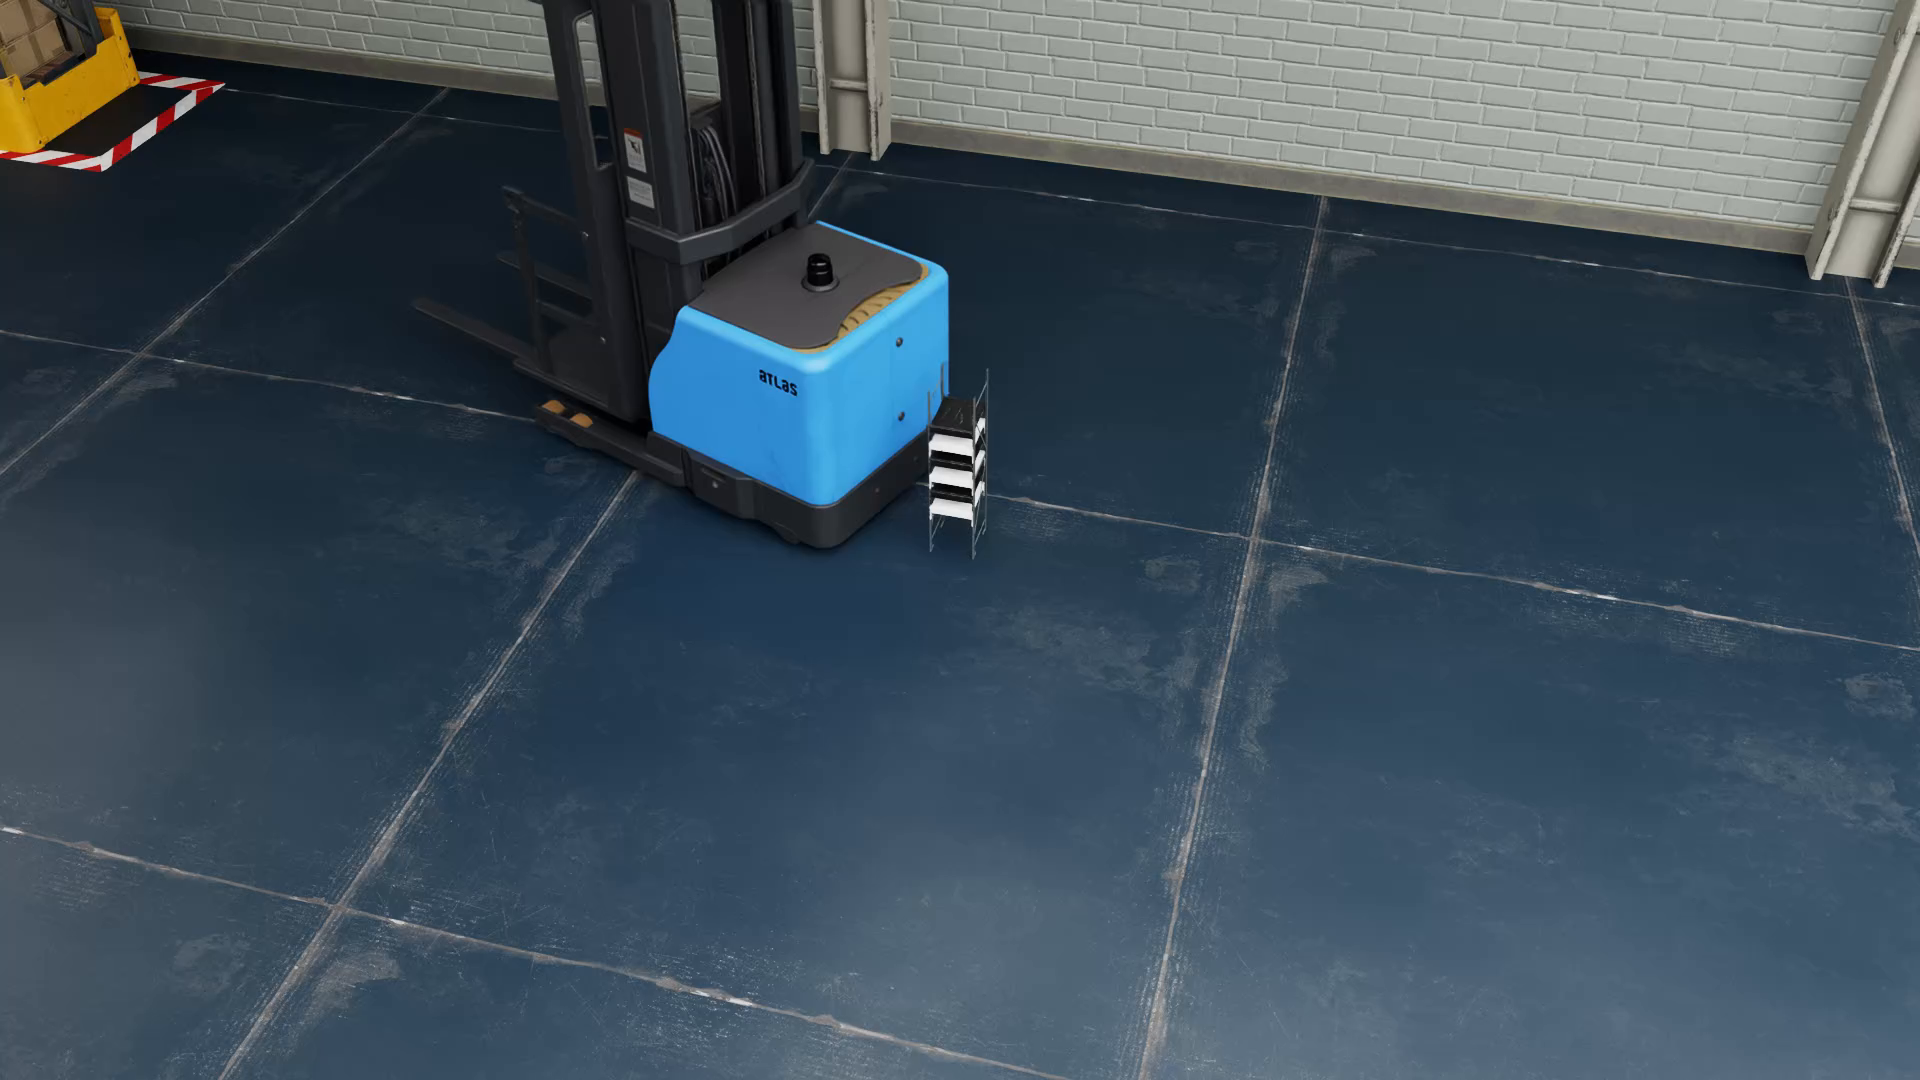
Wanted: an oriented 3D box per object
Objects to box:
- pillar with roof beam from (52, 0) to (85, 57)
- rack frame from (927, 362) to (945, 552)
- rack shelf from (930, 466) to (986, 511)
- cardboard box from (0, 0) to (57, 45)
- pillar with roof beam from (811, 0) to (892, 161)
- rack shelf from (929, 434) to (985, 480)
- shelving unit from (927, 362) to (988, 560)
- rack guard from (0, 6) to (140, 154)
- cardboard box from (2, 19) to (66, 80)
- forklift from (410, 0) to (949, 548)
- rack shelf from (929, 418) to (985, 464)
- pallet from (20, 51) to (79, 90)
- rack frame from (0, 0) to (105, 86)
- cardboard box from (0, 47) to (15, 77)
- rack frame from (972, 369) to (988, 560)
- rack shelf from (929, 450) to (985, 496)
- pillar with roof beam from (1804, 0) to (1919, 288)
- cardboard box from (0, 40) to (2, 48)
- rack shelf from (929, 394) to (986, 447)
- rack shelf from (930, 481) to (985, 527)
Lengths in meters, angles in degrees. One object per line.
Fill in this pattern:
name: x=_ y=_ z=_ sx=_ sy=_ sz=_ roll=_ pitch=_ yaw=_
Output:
pillar with roof beam: x=-7.583 y=-4.331 z=5.935 sx=0.400 sy=9.000 sz=9.100 roll=10 pitch=41 yaw=11
rack frame: x=-0.106 y=-0.363 z=7.507 sx=0.006 sy=0.900 sz=0.240 roll=10 pitch=41 yaw=11
rack shelf: x=-0.008 y=-0.252 z=7.566 sx=0.200 sy=0.077 sz=0.258 roll=10 pitch=41 yaw=11
cardboard box: x=-6.431 y=-3.540 z=11.079 sx=0.500 sy=0.250 sz=0.500 roll=10 pitch=41 yaw=12
pillar with roof beam: x=-1.787 y=-3.334 z=4.747 sx=0.400 sy=9.000 sz=9.100 roll=10 pitch=41 yaw=11
rack shelf: x=-0.008 y=-0.389 z=7.450 sx=0.200 sy=0.077 sz=0.258 roll=10 pitch=41 yaw=11
shelving unit: x=-0.008 y=-0.346 z=7.487 sx=0.210 sy=0.900 sz=0.258 roll=10 pitch=41 yaw=11
rack guard: x=-6.008 y=-3.072 z=11.043 sx=0.348 sy=0.500 sz=1.175 roll=10 pitch=41 yaw=11
cardboard box: x=-6.455 y=-3.344 z=11.235 sx=0.500 sy=0.250 sz=0.500 roll=10 pitch=41 yaw=12
forklift: x=-1.534 y=-1.840 z=7.687 sx=3.031 sy=2.935 sz=1.130 roll=24 pitch=46 yaw=26
rack shelf: x=-0.008 y=-0.458 z=7.392 sx=0.200 sy=0.077 sz=0.258 roll=10 pitch=41 yaw=11
pallet: x=-6.780 y=-3.066 z=11.261 sx=1.213 sy=0.211 sz=1.003 roll=10 pitch=41 yaw=11
rack frame: x=-6.031 y=-4.033 z=10.244 sx=0.127 sy=3.000 sz=1.000 roll=10 pitch=41 yaw=11
cardboard box: x=-6.566 y=-3.023 z=10.853 sx=0.500 sy=0.250 sz=0.500 roll=10 pitch=41 yaw=12
rack frame: x=0.090 y=-0.329 z=7.467 sx=0.006 sy=0.900 sz=0.240 roll=10 pitch=41 yaw=11
rack shelf: x=-0.008 y=-0.320 z=7.508 sx=0.200 sy=0.077 sz=0.258 roll=10 pitch=41 yaw=11
pillar with roof beam: x=4.009 y=-2.337 z=3.560 sx=0.400 sy=9.000 sz=9.100 roll=10 pitch=41 yaw=11
cardboard box: x=-6.582 y=-3.219 z=10.698 sx=0.500 sy=0.250 sz=0.500 roll=9 pitch=41 yaw=11
rack shelf: x=-0.008 y=-0.527 z=7.335 sx=0.200 sy=0.077 sz=0.258 roll=10 pitch=41 yaw=11
rack shelf: x=-0.008 y=-0.183 z=7.624 sx=0.200 sy=0.077 sz=0.258 roll=10 pitch=41 yaw=11
